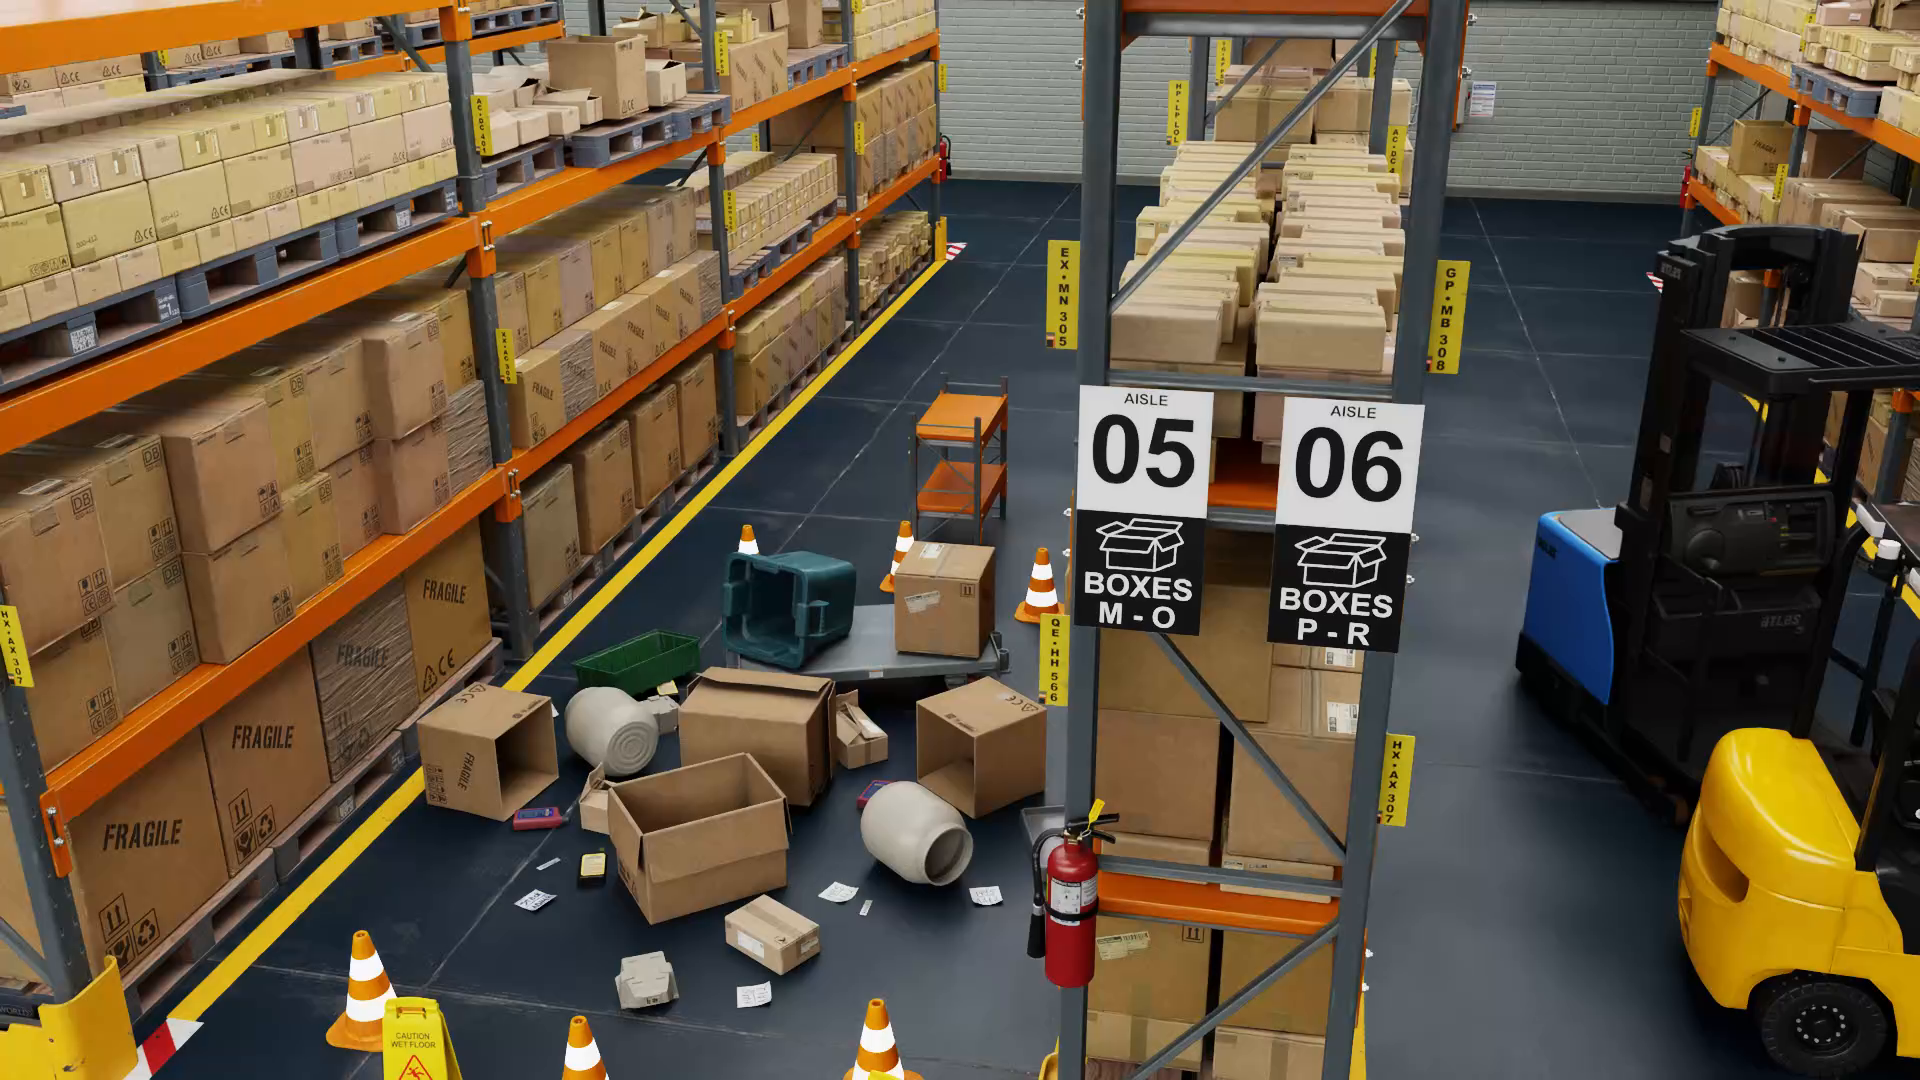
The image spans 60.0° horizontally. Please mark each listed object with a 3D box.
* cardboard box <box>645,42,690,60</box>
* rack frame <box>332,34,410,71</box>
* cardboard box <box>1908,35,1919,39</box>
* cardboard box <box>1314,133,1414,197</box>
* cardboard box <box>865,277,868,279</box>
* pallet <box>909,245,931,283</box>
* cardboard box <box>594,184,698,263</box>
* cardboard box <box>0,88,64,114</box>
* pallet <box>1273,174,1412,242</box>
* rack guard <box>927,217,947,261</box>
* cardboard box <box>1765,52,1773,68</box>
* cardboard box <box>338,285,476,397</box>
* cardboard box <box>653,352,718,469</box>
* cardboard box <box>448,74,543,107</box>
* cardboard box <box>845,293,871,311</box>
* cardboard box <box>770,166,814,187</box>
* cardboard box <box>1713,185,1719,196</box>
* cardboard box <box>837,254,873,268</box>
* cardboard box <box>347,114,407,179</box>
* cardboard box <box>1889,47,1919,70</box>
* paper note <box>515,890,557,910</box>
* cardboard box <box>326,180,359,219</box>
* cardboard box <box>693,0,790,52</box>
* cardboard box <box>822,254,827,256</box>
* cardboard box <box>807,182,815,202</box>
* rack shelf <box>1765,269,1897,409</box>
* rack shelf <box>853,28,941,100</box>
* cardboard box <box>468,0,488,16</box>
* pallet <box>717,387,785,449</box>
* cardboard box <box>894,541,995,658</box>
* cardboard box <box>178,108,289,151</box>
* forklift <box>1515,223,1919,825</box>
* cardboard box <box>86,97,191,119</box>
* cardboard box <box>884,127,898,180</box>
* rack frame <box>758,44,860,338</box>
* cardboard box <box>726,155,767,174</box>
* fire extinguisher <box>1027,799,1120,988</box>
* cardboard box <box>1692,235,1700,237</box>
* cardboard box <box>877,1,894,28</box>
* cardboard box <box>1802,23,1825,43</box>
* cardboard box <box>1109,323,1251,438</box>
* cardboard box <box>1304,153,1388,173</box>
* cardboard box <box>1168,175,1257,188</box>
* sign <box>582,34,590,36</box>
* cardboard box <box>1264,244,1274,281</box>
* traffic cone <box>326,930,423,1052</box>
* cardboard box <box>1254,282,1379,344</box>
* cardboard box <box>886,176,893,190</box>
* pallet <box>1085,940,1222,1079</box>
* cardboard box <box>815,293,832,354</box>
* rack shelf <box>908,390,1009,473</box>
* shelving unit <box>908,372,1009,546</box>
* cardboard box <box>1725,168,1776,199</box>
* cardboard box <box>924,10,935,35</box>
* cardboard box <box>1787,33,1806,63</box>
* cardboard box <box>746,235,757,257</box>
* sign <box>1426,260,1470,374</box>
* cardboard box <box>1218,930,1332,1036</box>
[{"bbox_3d":[-2.519,-3.808,13.645,0.500,0.500,0.500,4,22,11],"label":"cardboard box"},{"bbox_3d":[-6.405,-4.020,18.320,1.000,3.000,0.127,4,22,11],"label":"rack frame"},{"bbox_3d":[7.995,-4.047,13.613,0.380,0.149,0.250,4,22,9],"label":"cardboard box"},{"bbox_3d":[2.176,-2.039,9.024,0.500,0.250,0.500,4,22,9],"label":"cardboard box"},{"bbox_3d":[-1.219,-2.823,18.204,0.380,0.149,0.250,5,22,11],"label":"cardboard box"},{"bbox_3d":[-0.970,-3.452,20.643,1.003,0.211,1.213,4,22,11],"label":"pallet"},{"bbox_3d":[-2.488,-2.489,13.046,0.700,0.500,0.500,4,22,11],"label":"cardboard box"},{"bbox_3d":[-7.271,-3.321,12.769,0.500,0.250,0.500,5,22,12],"label":"cardboard box"},{"bbox_3d":[1.894,-1.861,9.195,1.213,0.211,1.003,4,22,11],"label":"pallet"},{"bbox_3d":[-0.770,-3.881,21.320,1.175,0.500,0.348,4,22,11],"label":"rack guard"},{"bbox_3d":[8.240,-4.781,16.531,0.380,0.149,0.250,5,22,11],"label":"cardboard box"},{"bbox_3d":[-3.312,-1.117,9.467,0.875,0.550,0.550,4,22,11],"label":"cardboard box"},{"bbox_3d":[-2.599,-1.078,13.463,1.050,0.750,0.750,4,22,10],"label":"cardboard box"},{"bbox_3d":[-3.060,-2.928,11.017,0.500,0.311,0.500,4,22,9],"label":"cardboard box"},{"bbox_3d":[-1.181,-2.586,18.014,0.380,0.149,0.250,3,22,9],"label":"cardboard box"},{"bbox_3d":[-1.623,-3.509,16.029,0.380,0.149,0.250,4,22,11],"label":"cardboard box"},{"bbox_3d":[8.499,-3.852,18.238,0.380,0.149,0.250,5,23,13],"label":"cardboard box"},{"bbox_3d":[-1.180,-3.056,18.384,0.380,0.149,0.250,4,22,10],"label":"cardboard box"},{"bbox_3d":[-3.155,-1.996,8.385,0.500,0.250,0.500,4,22,11],"label":"cardboard box"},{"bbox_3d":[7.385,-3.692,12.760,0.380,0.149,0.250,5,22,11],"label":"cardboard box"},{"bbox_3d":[-2.045,1.733,8.012,0.144,0.017,0.142,13,25,29],"label":"paper note"},{"bbox_3d":[-3.171,-1.666,8.101,0.380,0.149,0.250,5,22,12],"label":"cardboard box"},{"bbox_3d":[-2.014,-4.684,15.254,0.797,0.503,0.637,4,22,10],"label":"cardboard box"},{"bbox_3d":[-1.695,-3.091,18.472,0.380,0.149,0.250,4,22,10],"label":"cardboard box"},{"bbox_3d":[-1.616,-3.373,16.090,0.380,0.149,0.250,4,22,9],"label":"cardboard box"},{"bbox_3d":[7.748,-1.822,13.827,1.077,0.370,4.000,4,22,11],"label":"rack shelf"},{"bbox_3d":[-1.162,-5.394,18.680,1.077,0.370,4.000,4,22,11],"label":"rack shelf"},{"bbox_3d":[-5.945,-6.367,19.301,0.700,0.500,0.500,5,23,13],"label":"cardboard box"},{"bbox_3d":[-2.226,-1.134,14.888,1.003,0.211,1.213,4,22,11],"label":"pallet"},{"bbox_3d":[-0.085,0.345,9.815,0.500,0.500,0.500,4,22,11],"label":"cardboard box"},{"bbox_3d":[-3.275,-1.852,7.494,0.380,0.149,0.250,5,22,12],"label":"cardboard box"},{"bbox_3d":[4.165,-0.017,8.473,1.130,2.935,3.031,-4,22,-9],"label":"forklift"},{"bbox_3d":[-3.868,-1.992,7.843,0.380,0.149,0.250,4,22,11],"label":"cardboard box"},{"bbox_3d":[-0.991,-4.314,18.519,0.500,0.500,0.500,4,22,10],"label":"cardboard box"},{"bbox_3d":[-1.570,-3.605,17.290,1.000,3.000,0.127,4,22,11],"label":"rack frame"},{"bbox_3d":[-2.152,-3.748,16.622,0.380,0.149,0.250,5,22,12],"label":"cardboard box"},{"bbox_3d":[0.373,1.167,5.545,0.296,0.674,0.183,4,22,11],"label":"fire extinguisher"},{"bbox_3d":[8.755,-3.171,18.991,0.797,0.503,0.637,4,22,9],"label":"cardboard box"},{"bbox_3d":[-1.015,-5.681,17.961,0.500,0.250,0.500,5,22,12],"label":"cardboard box"},{"bbox_3d":[7.666,-4.466,14.654,0.380,0.149,0.250,5,22,12],"label":"cardboard box"},{"bbox_3d":[0.688,-0.543,5.475,0.500,0.250,0.500,4,22,10],"label":"cardboard box"},{"bbox_3d":[1.835,-1.750,7.938,0.380,0.149,0.250,4,22,10],"label":"cardboard box"},{"bbox_3d":[1.112,-1.511,7.345,0.380,0.149,0.250,4,22,9],"label":"cardboard box"},{"bbox_3d":[-2.917,-3.815,13.105,0.100,0.325,0.005,4,22,11],"label":"sign"},{"bbox_3d":[1.310,-1.328,7.957,0.380,0.149,0.250,4,22,11],"label":"cardboard box"},{"bbox_3d":[-2.520,1.874,7.080,0.336,0.463,0.334,4,22,11],"label":"traffic cone"},{"bbox_3d":[1.156,-0.729,5.401,0.380,0.149,0.250,4,22,11],"label":"cardboard box"},{"bbox_3d":[-0.971,-4.052,18.737,0.380,0.149,0.250,5,23,13],"label":"cardboard box"},{"bbox_3d":[1.064,2.095,6.868,1.003,0.211,1.213,4,22,11],"label":"pallet"},{"bbox_3d":[-1.580,-2.163,16.493,0.500,0.500,0.500,4,22,10],"label":"cardboard box"},{"bbox_3d":[0.001,-0.796,12.040,0.538,0.278,1.000,4,22,11],"label":"rack shelf"},{"bbox_3d":[0.001,-0.524,12.150,0.538,1.125,1.048,4,22,11],"label":"shelving unit"},{"bbox_3d":[8.330,-3.715,17.365,0.500,0.250,0.500,4,22,10],"label":"cardboard box"},{"bbox_3d":[-0.588,-6.203,19.926,0.500,0.250,0.500,4,22,10],"label":"cardboard box"},{"bbox_3d":[8.010,-4.543,15.406,0.500,0.250,0.500,5,22,11],"label":"cardboard box"},{"bbox_3d":[-1.988,-2.565,14.483,0.380,0.149,0.250,6,23,14],"label":"cardboard box"},{"bbox_3d":[1.379,-0.632,4.721,0.100,0.325,0.005,4,22,11],"label":"sign"},{"bbox_3d":[1.287,1.574,6.544,0.500,0.500,0.500,4,22,9],"label":"cardboard box"}]
